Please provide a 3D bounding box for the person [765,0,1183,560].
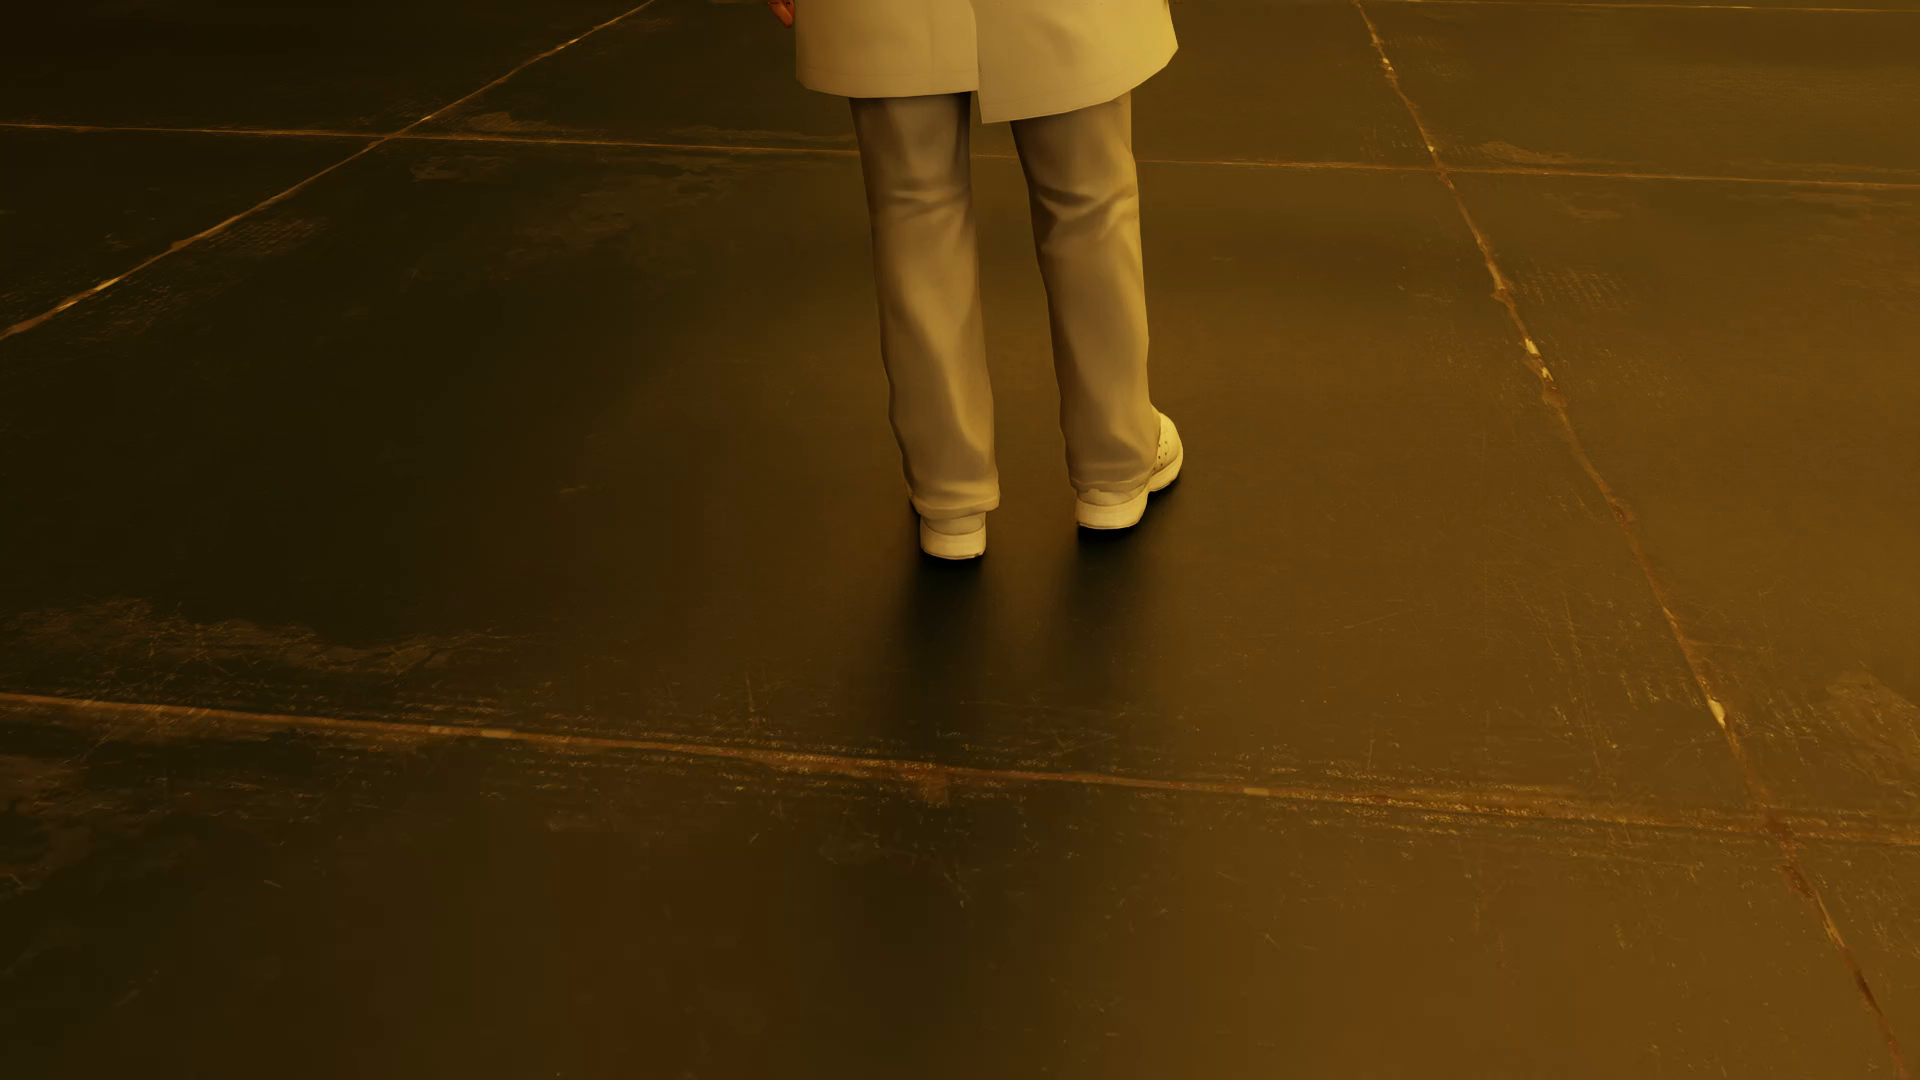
[{"bbox_3d":[0.016,-0.842,2.181,0.696,1.777,0.578,3,27,7],"label":"person"}]
